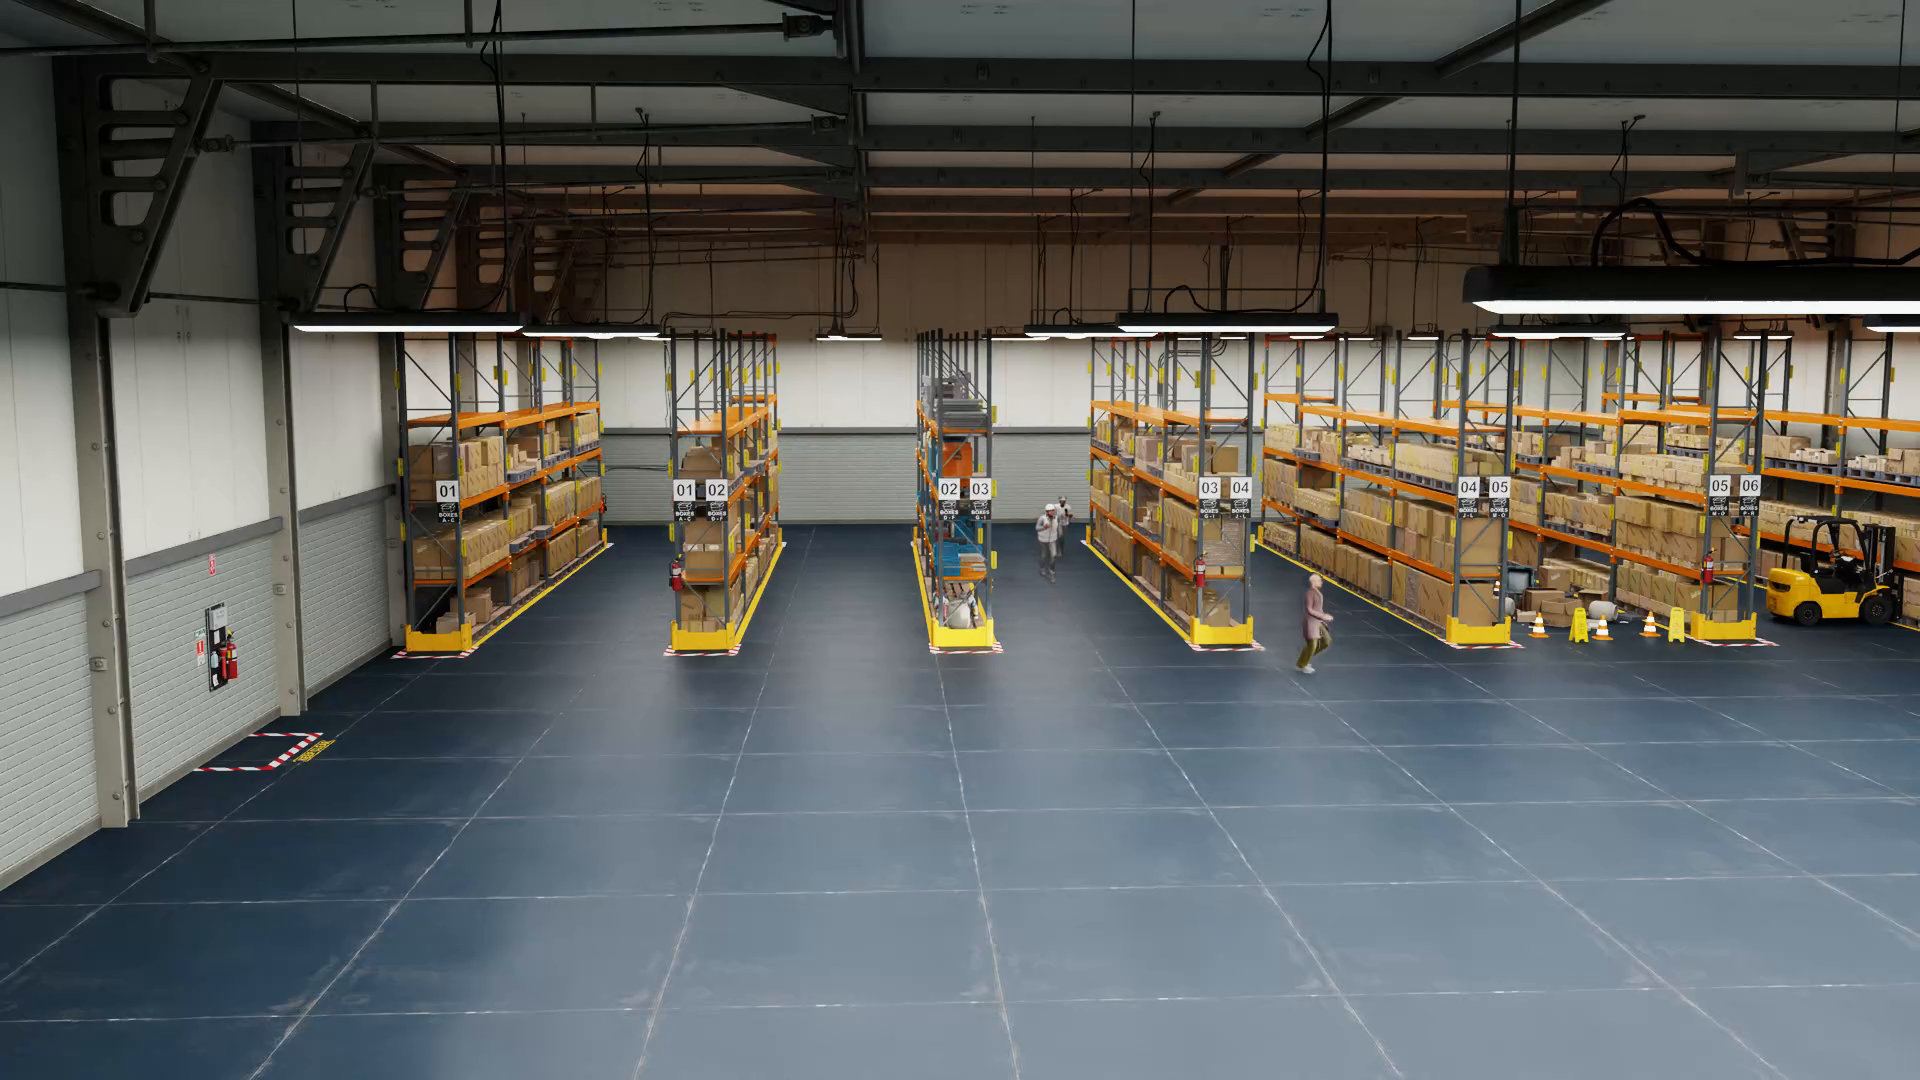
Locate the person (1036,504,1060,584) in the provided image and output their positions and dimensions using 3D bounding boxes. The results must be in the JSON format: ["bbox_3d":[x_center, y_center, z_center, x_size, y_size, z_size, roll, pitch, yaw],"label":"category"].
[{"bbox_3d":[2.028,0.067,38.495,0.649,1.851,0.893,-1,7,-11],"label":"person"}]

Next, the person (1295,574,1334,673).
[{"bbox_3d":[6.192,1.454,28.951,0.715,1.733,0.690,4,8,32],"label":"person"}]

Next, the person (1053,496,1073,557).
[{"bbox_3d":[2.750,-0.386,44.971,0.570,1.670,0.908,-1,7,-6],"label":"person"}]
